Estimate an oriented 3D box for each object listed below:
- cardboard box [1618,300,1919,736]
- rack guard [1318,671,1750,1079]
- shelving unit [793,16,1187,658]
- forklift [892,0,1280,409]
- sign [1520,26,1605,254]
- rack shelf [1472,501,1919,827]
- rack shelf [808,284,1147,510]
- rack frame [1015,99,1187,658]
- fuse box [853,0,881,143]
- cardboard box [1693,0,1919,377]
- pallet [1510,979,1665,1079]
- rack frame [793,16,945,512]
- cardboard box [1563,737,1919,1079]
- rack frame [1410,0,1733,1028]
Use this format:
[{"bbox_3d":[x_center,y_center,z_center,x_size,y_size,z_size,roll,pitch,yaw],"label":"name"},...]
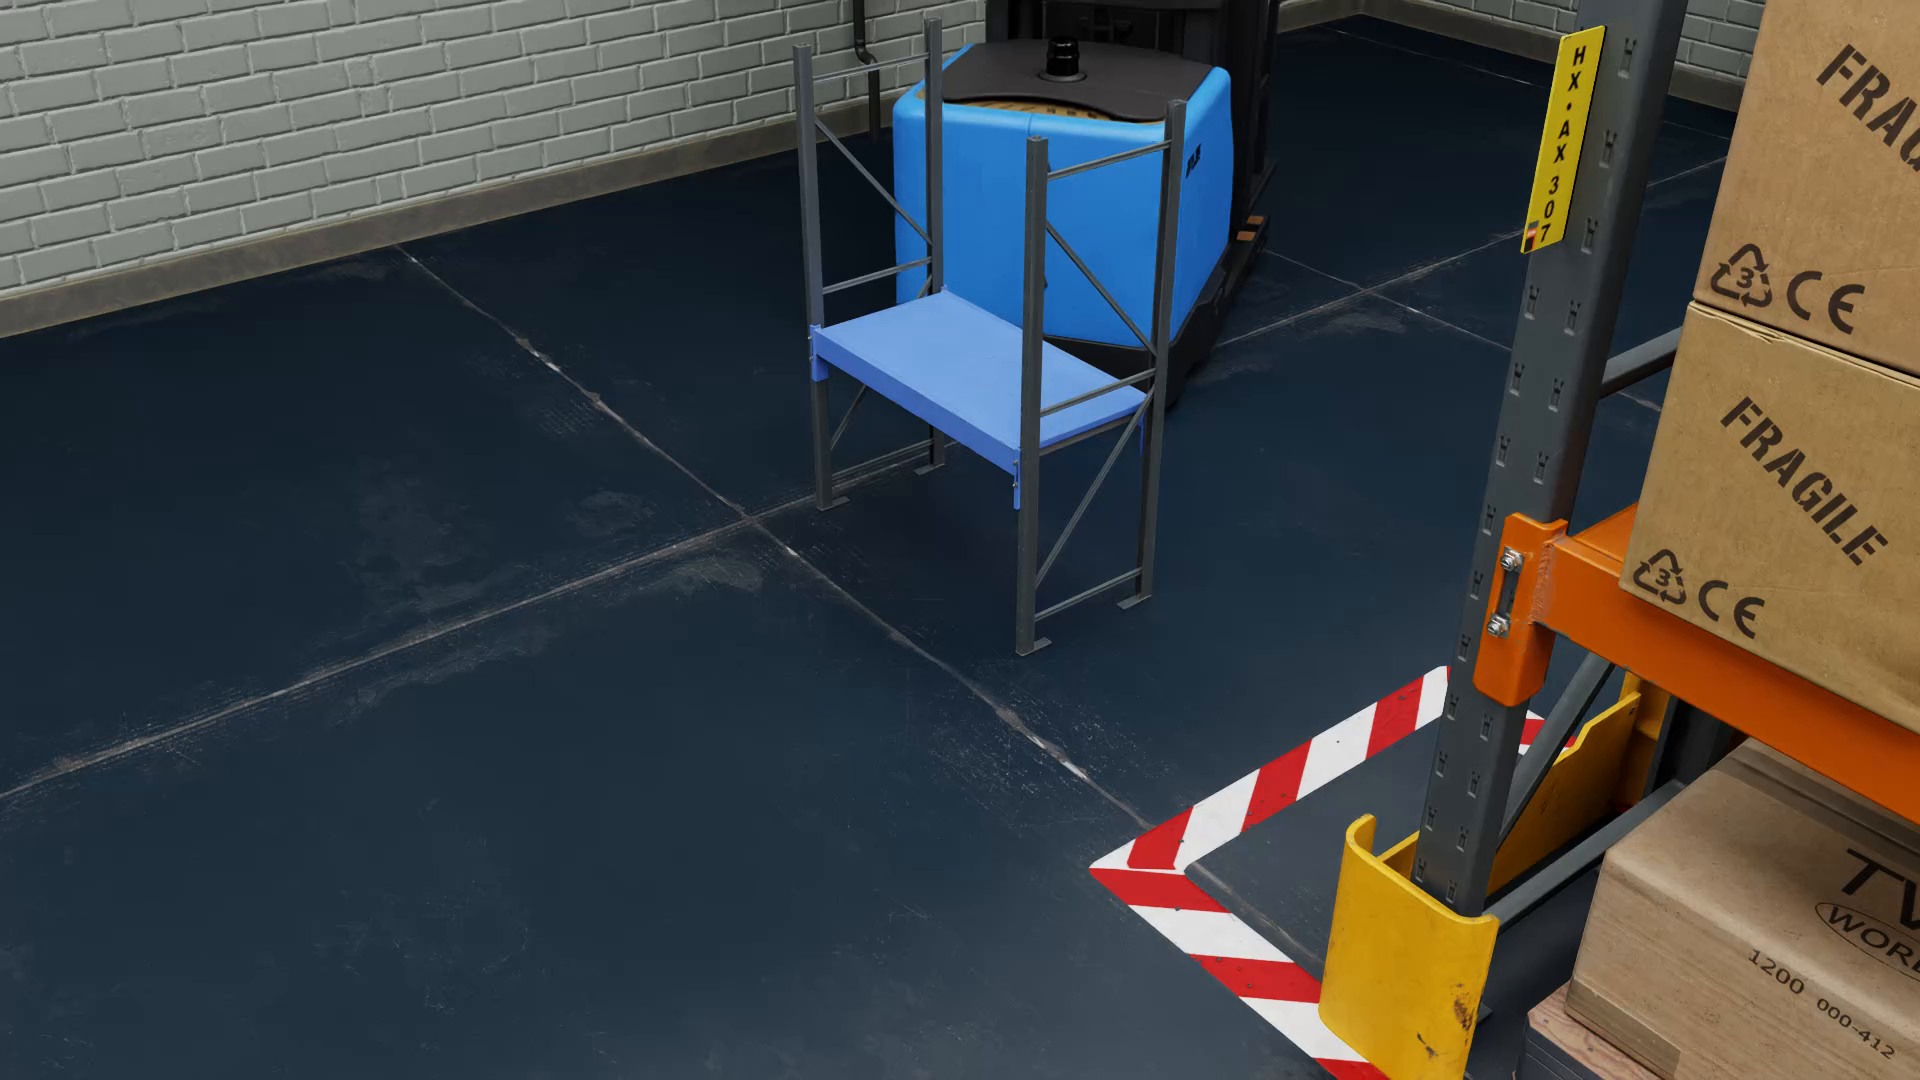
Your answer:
[{"bbox_3d":[1.399,-0.112,2.493,0.500,0.500,0.500,-23,38,-32],"label":"cardboard box"},{"bbox_3d":[1.316,0.689,3.666,1.175,0.500,0.348,-22,38,-31],"label":"rack guard"},{"bbox_3d":[0.052,-0.602,4.797,0.538,1.500,1.048,-22,38,-31],"label":"shelving unit"},{"bbox_3d":[0.718,-2.461,6.435,1.130,2.935,3.031,10,33,16],"label":"forklift"},{"bbox_3d":[0.889,-0.587,2.456,0.100,0.325,0.005,-22,38,-31],"label":"sign"},{"bbox_3d":[2.557,0.777,1.838,1.077,0.370,4.000,-22,38,-31],"label":"rack shelf"},{"bbox_3d":[0.052,-0.449,4.892,0.538,0.185,1.000,-22,38,-31],"label":"rack shelf"},{"bbox_3d":[0.364,-0.390,4.456,0.500,1.500,0.032,-22,38,-31],"label":"rack frame"},{"bbox_3d":[-0.396,-2.776,8.099,0.539,1.711,0.414,-22,38,-31],"label":"fuse box"},{"bbox_3d":[1.400,-0.538,2.230,0.500,0.500,0.500,-23,39,-32],"label":"cardboard box"},{"bbox_3d":[1.883,1.130,3.231,1.003,0.211,1.213,-22,38,-31],"label":"pallet"},{"bbox_3d":[-0.259,-0.813,5.138,0.500,1.500,0.032,-22,38,-31],"label":"rack frame"},{"bbox_3d":[1.815,0.790,3.165,0.875,0.438,0.875,-24,39,-33],"label":"cardboard box"},{"bbox_3d":[1.331,-0.363,2.991,1.000,3.000,0.127,-22,38,-31],"label":"rack frame"}]
